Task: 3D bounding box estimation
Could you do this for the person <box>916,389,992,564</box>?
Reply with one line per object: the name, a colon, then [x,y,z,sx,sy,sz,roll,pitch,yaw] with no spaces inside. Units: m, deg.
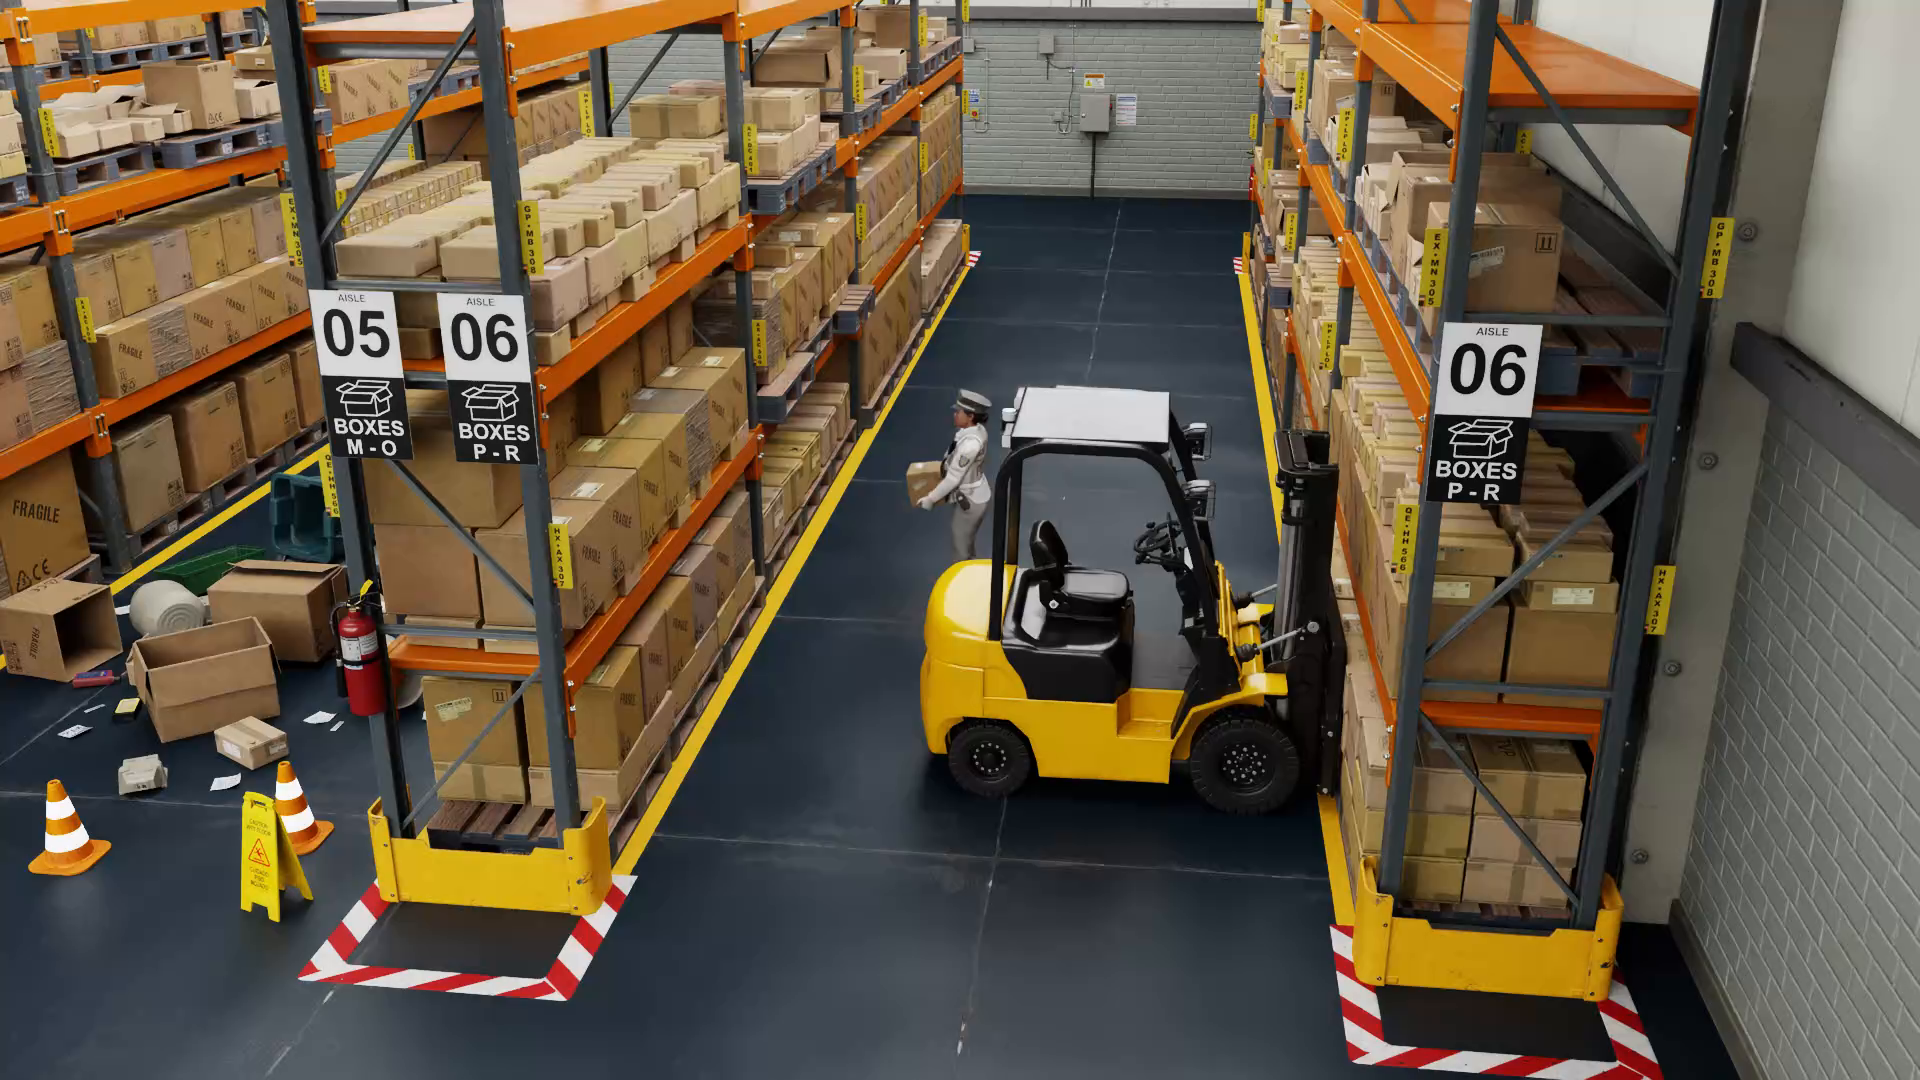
person: [-0.037,-0.250,11.697,0.519,1.691,0.446,2,21,6]
